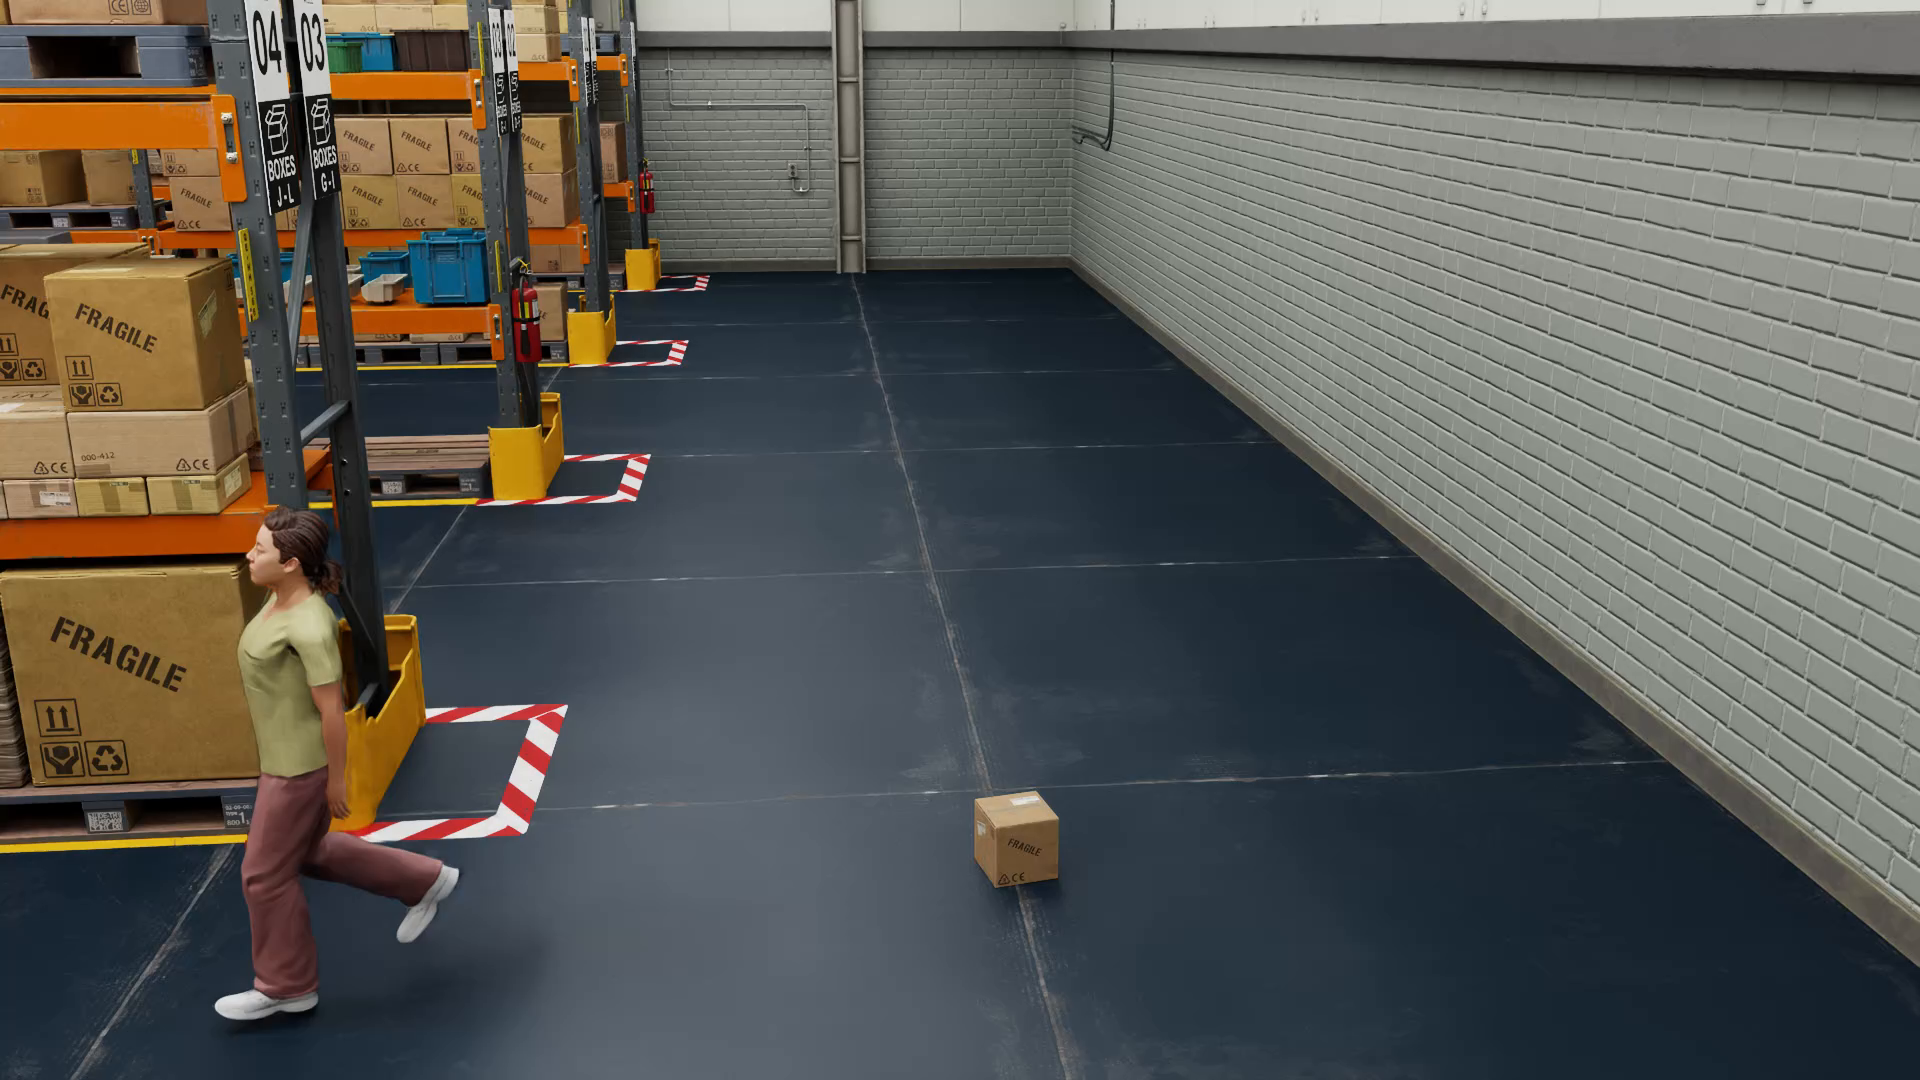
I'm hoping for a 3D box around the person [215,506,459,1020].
[{"bbox_3d":[-2.025,0.685,5.256,0.796,1.645,0.446,-8,19,-25],"label":"person"}]
